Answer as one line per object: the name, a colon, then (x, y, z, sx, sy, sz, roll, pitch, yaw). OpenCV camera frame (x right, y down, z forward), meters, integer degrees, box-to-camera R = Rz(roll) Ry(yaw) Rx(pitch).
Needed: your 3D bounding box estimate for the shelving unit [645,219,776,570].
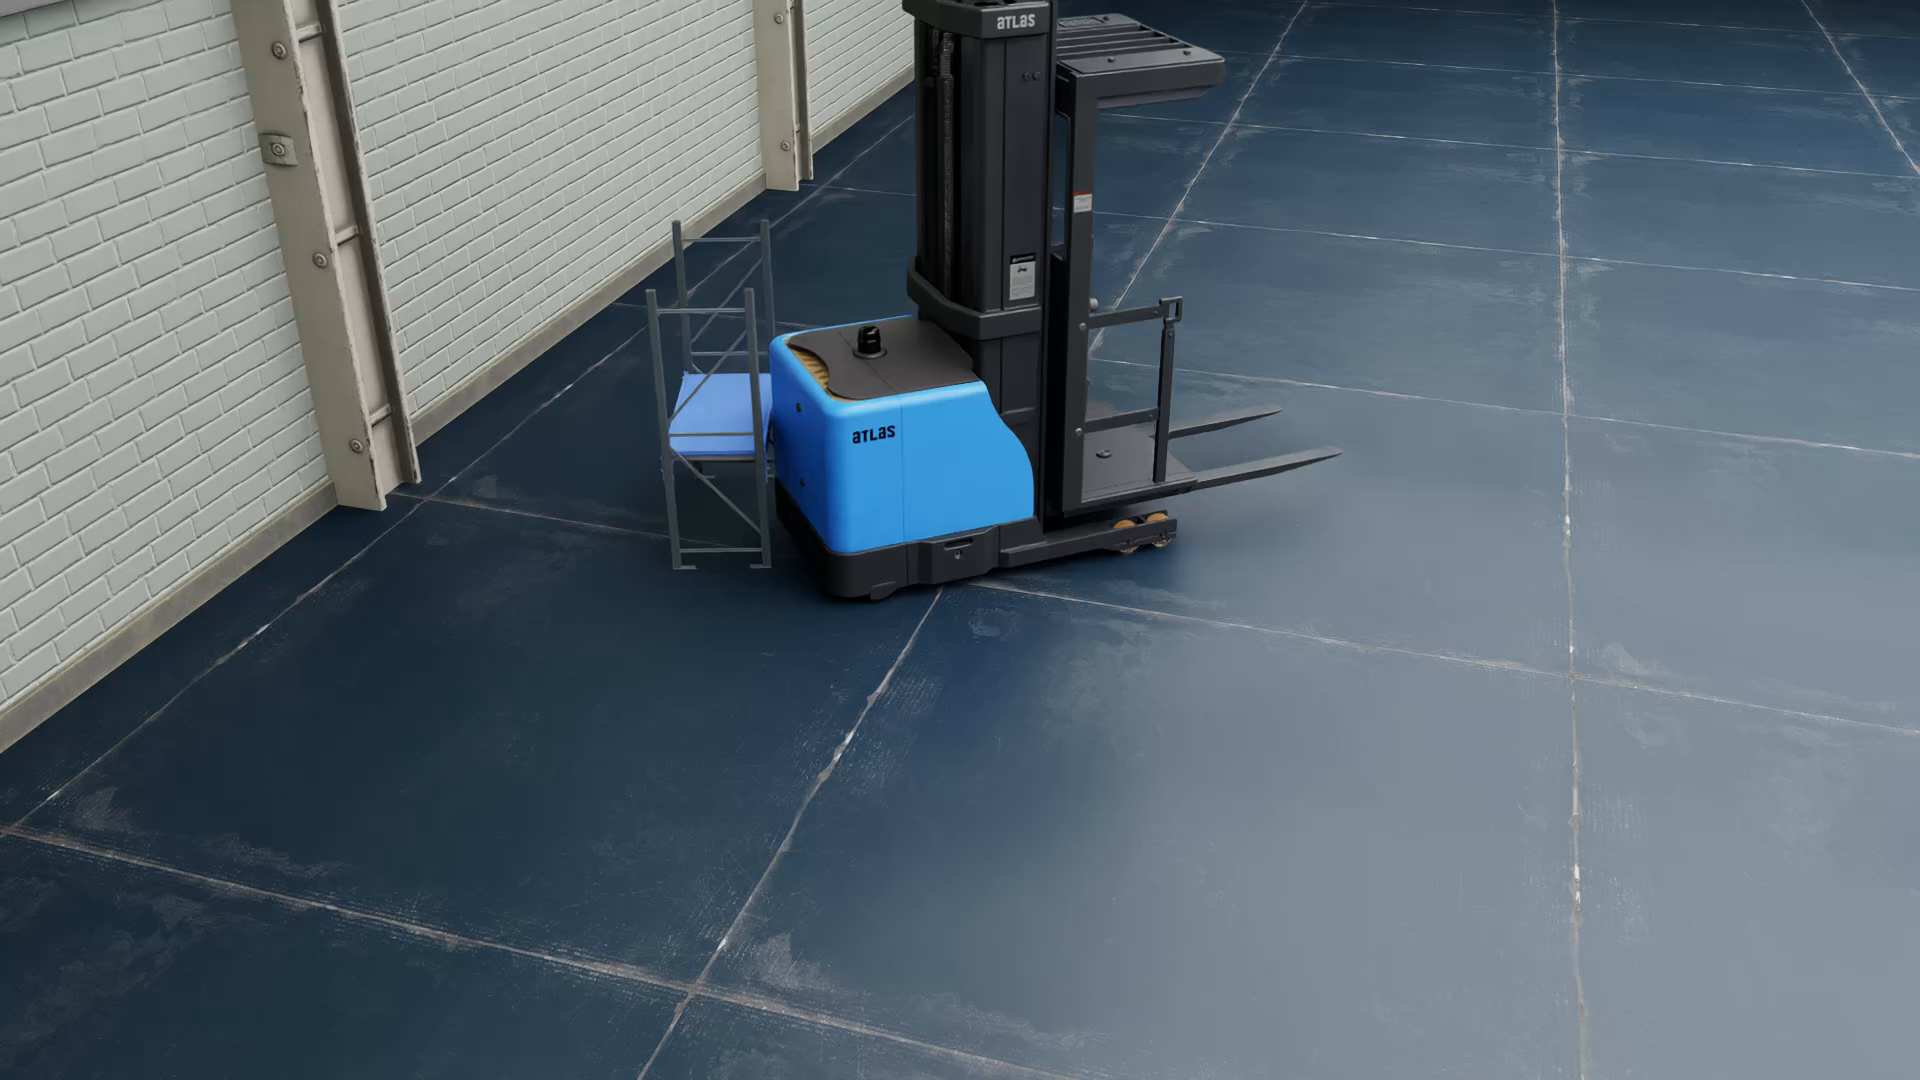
shelving unit: (-1.231, -0.760, 8.572, 0.538, 1.500, 1.048, -1, 29, -2)

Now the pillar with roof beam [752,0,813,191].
pillar with roof beam: (2.644, -6.377, 10.957, 9.100, 9.000, 0.400, 8, 30, 15)

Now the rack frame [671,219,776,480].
rack frame: (-1.247, -1.007, 9.016, 0.500, 1.500, 0.032, -1, 29, -2)

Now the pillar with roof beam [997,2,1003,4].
pillar with roof beam: (4.405, -9.166, 15.969, 9.100, 9.000, 0.400, 8, 30, 15)

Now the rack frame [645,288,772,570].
rack frame: (-1.215, -0.513, 8.128, 0.500, 1.500, 0.032, -1, 29, -2)

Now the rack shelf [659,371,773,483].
rack shelf: (-1.231, -0.602, 8.659, 0.538, 0.185, 1.000, -1, 29, -2)

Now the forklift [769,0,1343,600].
forklift: (0.588, -1.439, 8.321, 3.031, 2.935, 1.130, -11, 31, -20)

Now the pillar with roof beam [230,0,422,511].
pillar with roof beam: (0.883, -3.589, 5.945, 9.100, 9.000, 0.400, 8, 30, 15)
